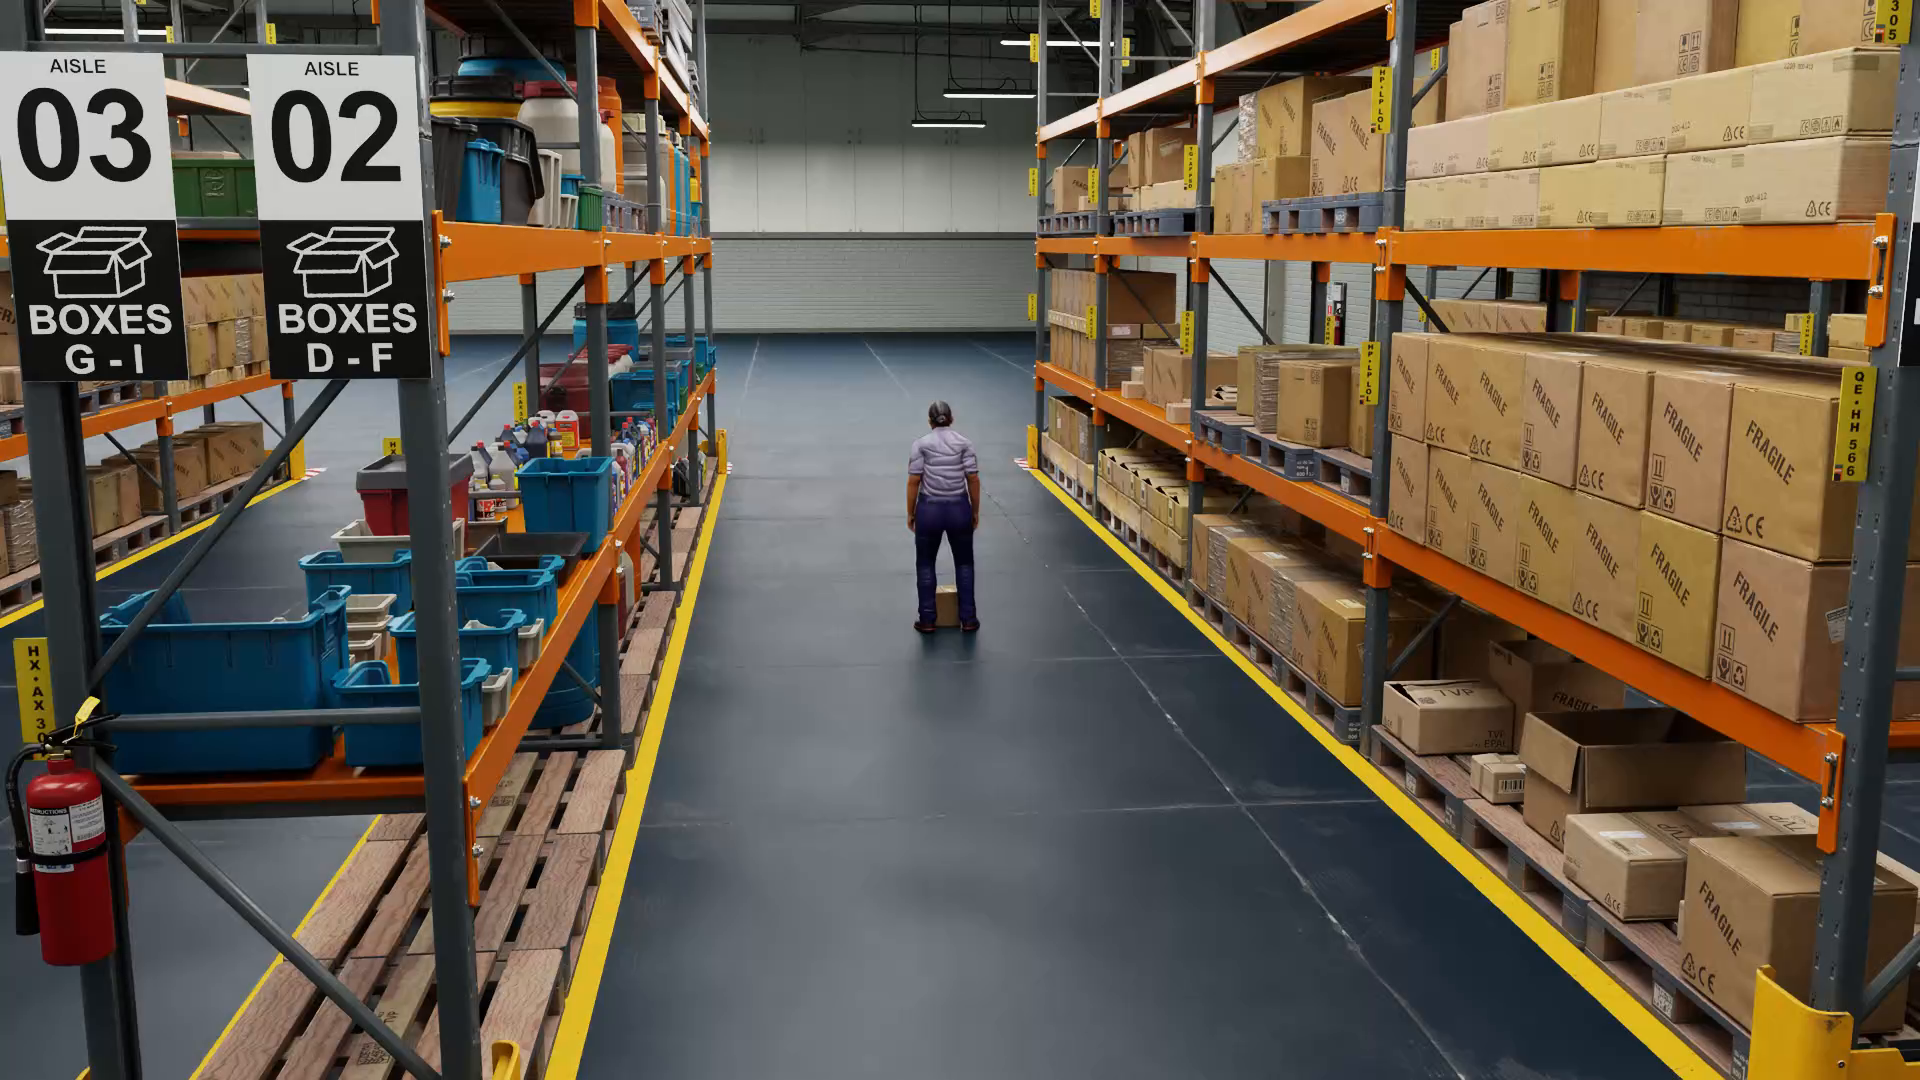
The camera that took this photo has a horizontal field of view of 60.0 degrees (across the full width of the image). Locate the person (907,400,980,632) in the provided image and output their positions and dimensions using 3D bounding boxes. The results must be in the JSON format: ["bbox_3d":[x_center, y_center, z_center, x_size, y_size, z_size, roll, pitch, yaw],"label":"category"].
[{"bbox_3d":[-0.111,-0.166,11.856,0.538,1.652,0.371,-1,10,-6],"label":"person"}]
